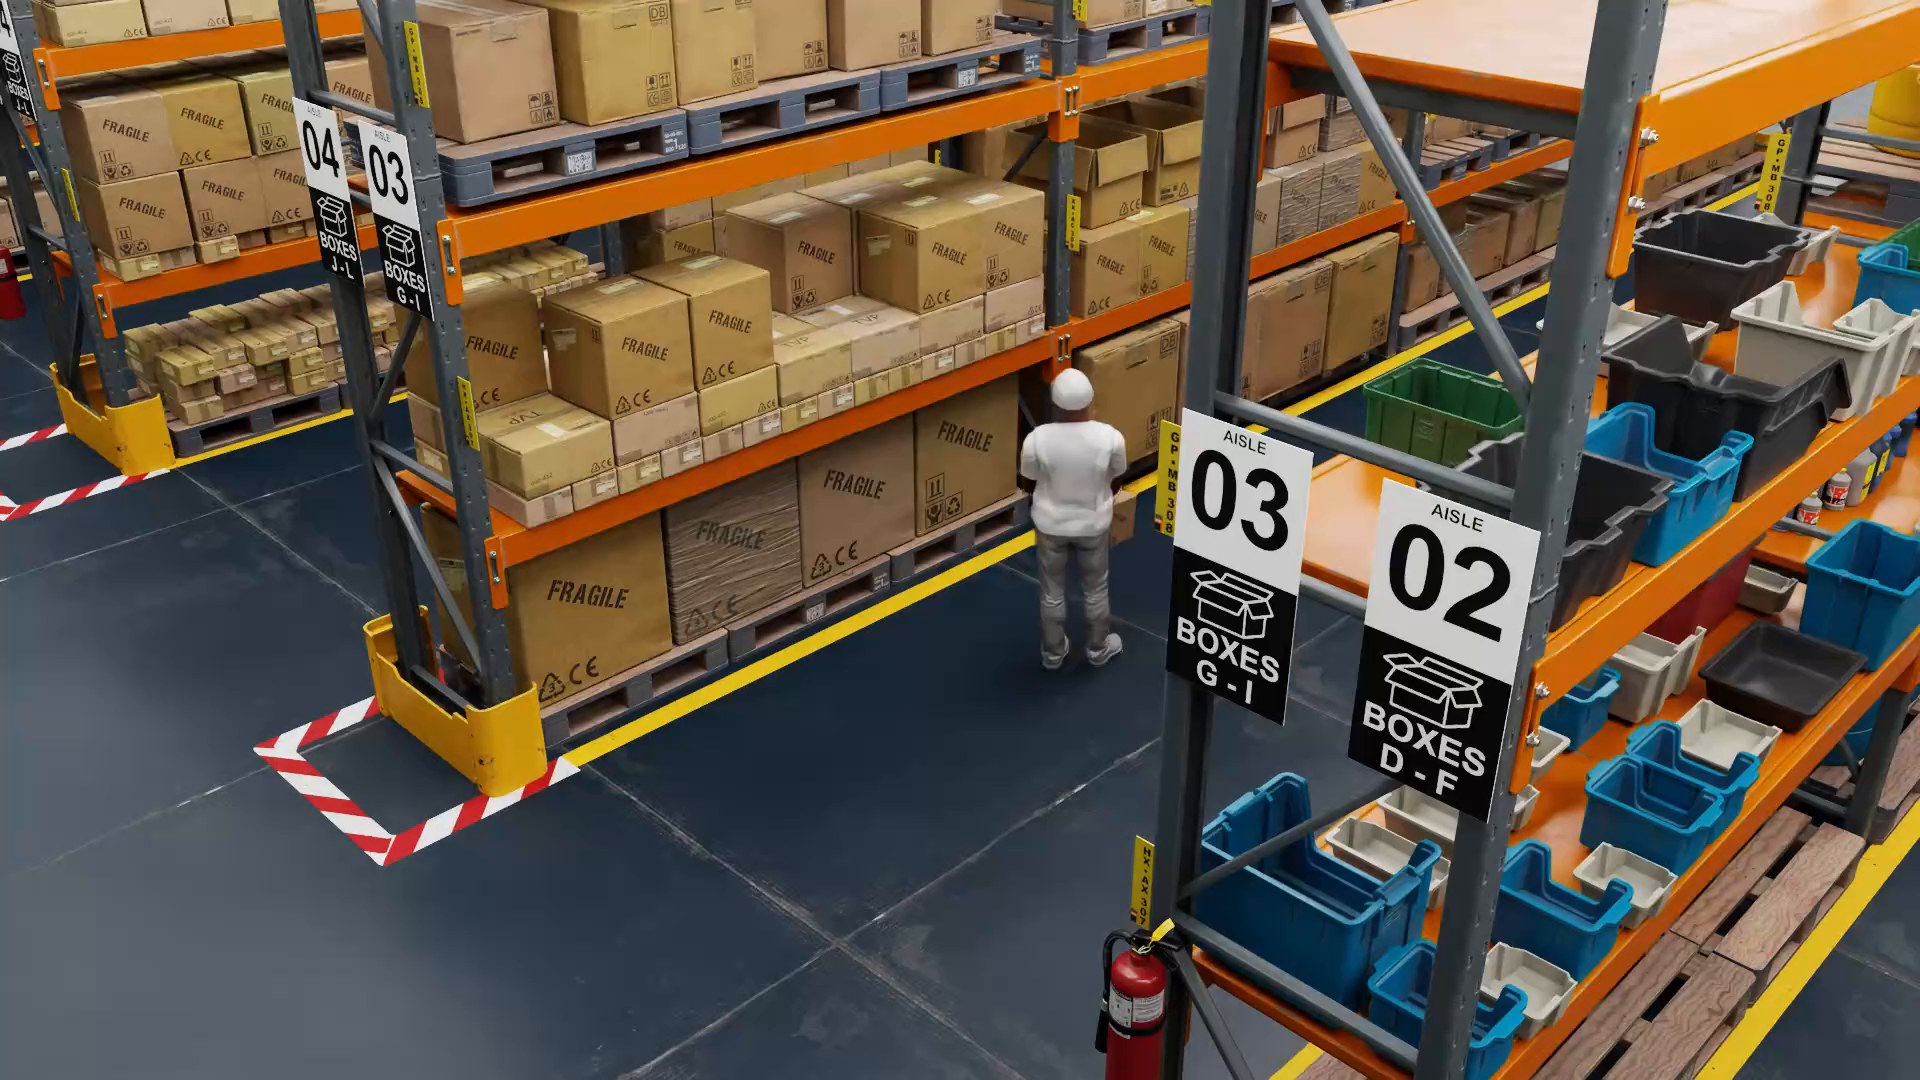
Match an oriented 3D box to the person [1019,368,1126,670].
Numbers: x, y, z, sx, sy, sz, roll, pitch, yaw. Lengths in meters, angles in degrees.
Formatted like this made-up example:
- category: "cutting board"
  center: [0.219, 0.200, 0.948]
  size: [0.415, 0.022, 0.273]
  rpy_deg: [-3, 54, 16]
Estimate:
- category: "person"
  center: [0.606, -0.116, 8.794]
  size: [0.597, 1.775, 0.509]
  rpy_deg: [0, 28, 0]
